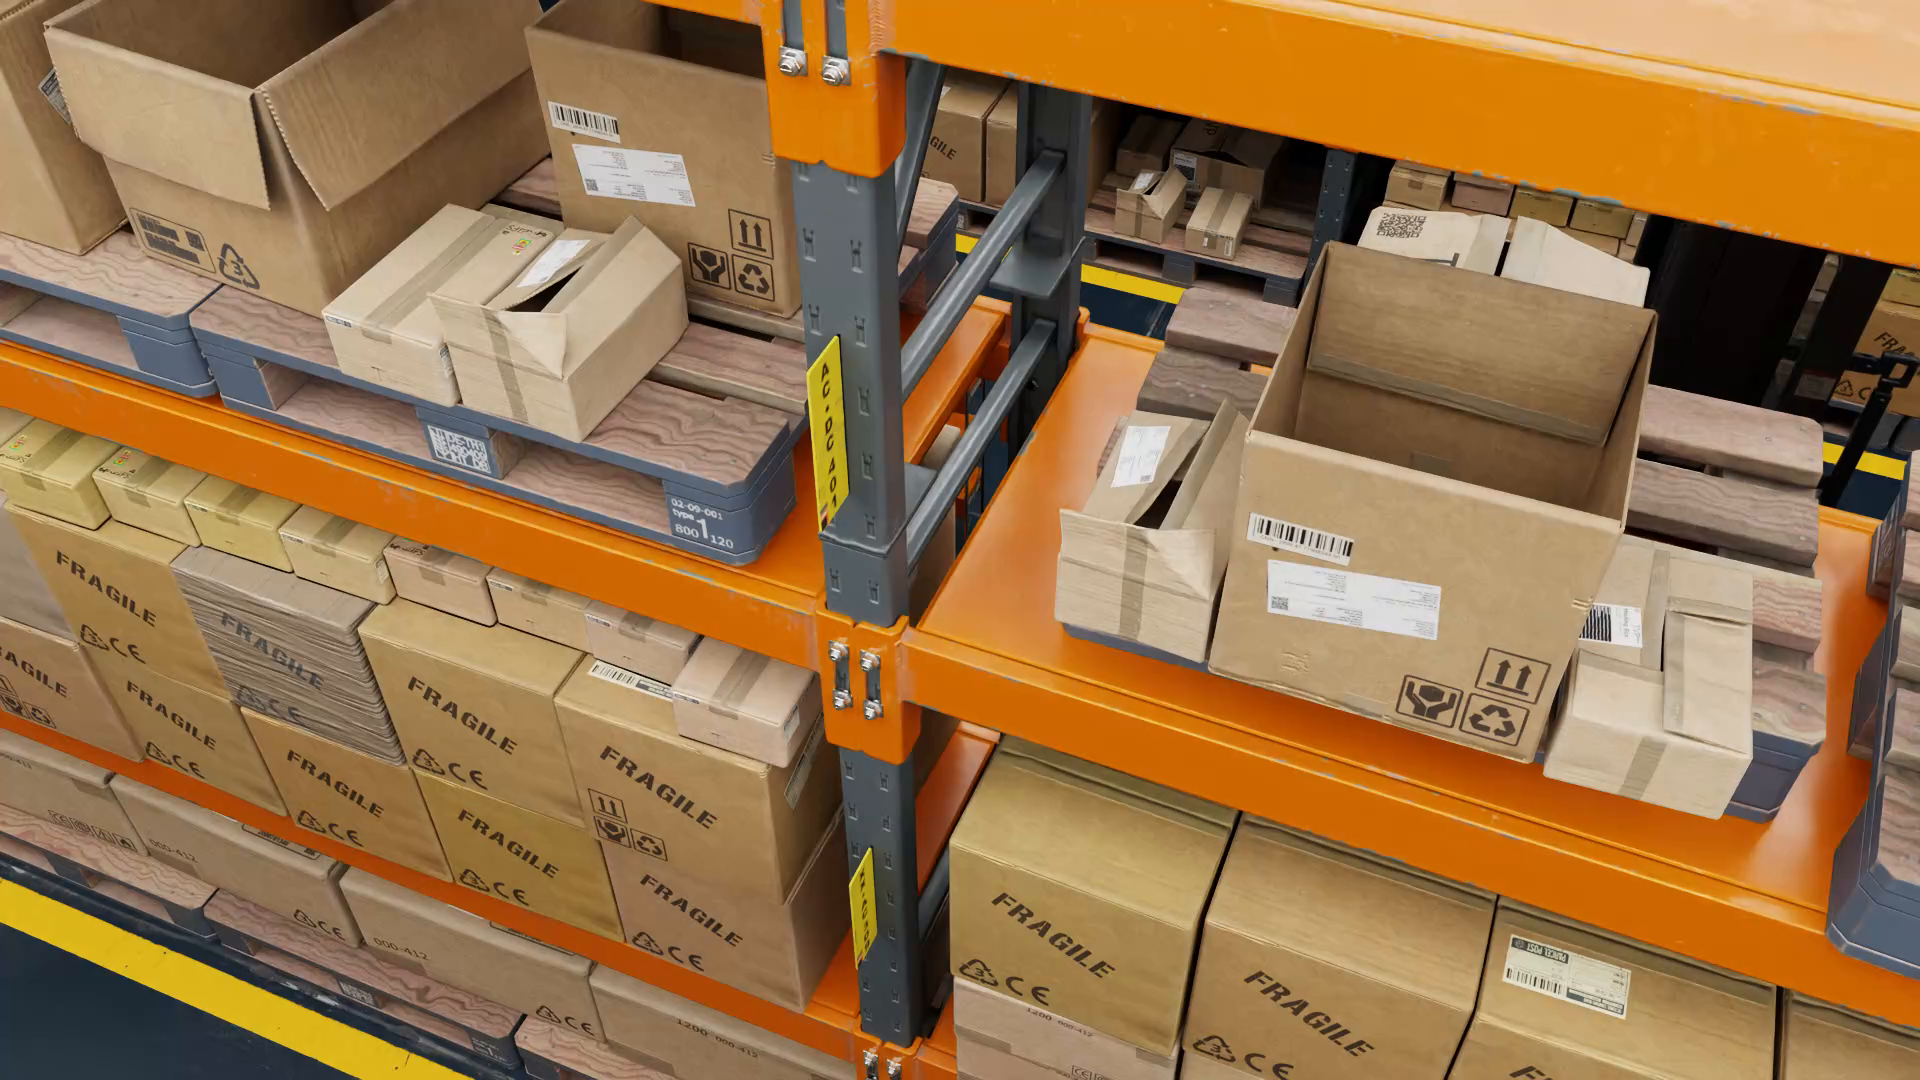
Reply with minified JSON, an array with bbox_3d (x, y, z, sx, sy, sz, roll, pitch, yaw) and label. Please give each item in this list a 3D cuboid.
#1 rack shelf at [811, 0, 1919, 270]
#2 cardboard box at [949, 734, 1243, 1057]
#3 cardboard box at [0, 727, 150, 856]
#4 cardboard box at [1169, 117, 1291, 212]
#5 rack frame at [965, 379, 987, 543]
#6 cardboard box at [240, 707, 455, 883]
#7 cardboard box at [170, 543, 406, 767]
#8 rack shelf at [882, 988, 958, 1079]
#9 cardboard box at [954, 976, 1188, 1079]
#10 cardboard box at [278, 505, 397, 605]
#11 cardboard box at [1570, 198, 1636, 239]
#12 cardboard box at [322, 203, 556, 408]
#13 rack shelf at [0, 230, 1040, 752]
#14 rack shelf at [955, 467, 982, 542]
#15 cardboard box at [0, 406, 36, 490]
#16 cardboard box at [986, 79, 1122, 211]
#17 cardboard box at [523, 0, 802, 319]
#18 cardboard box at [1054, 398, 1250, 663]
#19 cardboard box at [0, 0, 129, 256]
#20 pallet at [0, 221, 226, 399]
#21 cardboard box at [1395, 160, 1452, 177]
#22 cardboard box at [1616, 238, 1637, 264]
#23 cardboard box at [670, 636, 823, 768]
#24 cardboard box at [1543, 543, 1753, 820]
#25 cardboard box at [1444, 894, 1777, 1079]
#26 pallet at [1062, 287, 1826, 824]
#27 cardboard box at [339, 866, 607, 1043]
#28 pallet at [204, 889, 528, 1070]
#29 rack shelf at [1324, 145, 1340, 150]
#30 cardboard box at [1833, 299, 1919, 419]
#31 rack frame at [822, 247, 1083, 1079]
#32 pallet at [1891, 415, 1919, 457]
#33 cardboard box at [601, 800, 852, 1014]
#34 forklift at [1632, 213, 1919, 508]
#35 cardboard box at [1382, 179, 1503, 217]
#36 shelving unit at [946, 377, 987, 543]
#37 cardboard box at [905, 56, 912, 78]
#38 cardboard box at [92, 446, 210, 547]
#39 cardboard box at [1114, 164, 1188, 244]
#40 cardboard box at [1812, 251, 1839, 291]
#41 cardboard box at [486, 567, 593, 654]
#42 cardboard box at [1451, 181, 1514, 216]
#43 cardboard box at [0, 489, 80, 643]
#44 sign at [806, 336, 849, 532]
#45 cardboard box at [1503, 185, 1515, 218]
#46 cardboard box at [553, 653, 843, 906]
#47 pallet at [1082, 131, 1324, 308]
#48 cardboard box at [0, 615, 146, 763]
[{"bbox_3d":[1.855,-0.433,1.938,4.000,0.370,1.077,16,47,16],"label":"rack shelf"},{"bbox_3d":[0.304,0.671,3.509,0.500,0.500,0.500,17,47,16],"label":"cardboard box"},{"bbox_3d":[-3.035,0.541,5.937,0.875,0.438,0.875,15,47,15],"label":"cardboard box"},{"bbox_3d":[1.398,-2.007,8.588,0.500,0.311,0.500,18,48,17],"label":"cardboard box"},{"bbox_3d":[0.063,-0.354,6.700,0.008,1.050,0.200,16,47,16],"label":"rack frame"},{"bbox_3d":[-1.464,0.496,4.393,0.500,0.500,0.500,16,47,15],"label":"cardboard box"},{"bbox_3d":[-1.471,0.140,4.041,0.500,0.500,0.500,17,47,16],"label":"cardboard box"},{"bbox_3d":[1.855,1.552,3.913,4.000,0.370,1.077,16,47,16],"label":"rack shelf"},{"bbox_3d":[0.307,0.933,3.777,0.500,0.250,0.500,15,47,15],"label":"cardboard box"},{"bbox_3d":[-1.311,-0.060,3.783,0.250,0.149,0.380,16,47,16],"label":"cardboard box"},{"bbox_3d":[2.930,-1.548,7.532,0.250,0.149,0.380,16,47,15],"label":"cardboard box"},{"bbox_3d":[-0.948,-0.442,3.089,0.250,0.149,0.380,17,47,17],"label":"cardboard box"},{"bbox_3d":[-1.837,-0.598,3.946,4.000,0.370,1.077,16,47,16],"label":"rack shelf"},{"bbox_3d":[-0.049,-0.182,6.937,0.240,0.259,0.215,16,47,16],"label":"rack shelf"},{"bbox_3d":[-2.270,-0.314,4.038,0.250,0.149,0.380,17,47,16],"label":"cardboard box"},{"bbox_3d":[0.485,-2.060,8.507,0.500,0.500,0.700,15,47,14],"label":"cardboard box"},{"bbox_3d":[-0.453,-0.826,3.226,0.500,0.500,0.500,17,47,17],"label":"cardboard box"},{"bbox_3d":[0.336,-0.047,2.680,0.258,0.266,0.396,16,47,15],"label":"cardboard box"},{"bbox_3d":[-1.880,-0.970,3.371,0.500,0.500,0.500,17,47,17],"label":"cardboard box"},{"bbox_3d":[-1.864,-0.839,3.742,1.213,0.211,1.003,16,47,16],"label":"pallet"},{"bbox_3d":[2.169,-1.845,7.621,0.250,0.149,0.380,16,47,15],"label":"cardboard box"},{"bbox_3d":[3.231,-1.187,7.629,0.500,0.500,0.500,15,47,15],"label":"cardboard box"},{"bbox_3d":[-0.398,0.258,3.464,0.250,0.149,0.380,15,47,15],"label":"cardboard box"},{"bbox_3d":[1.042,0.196,2.507,0.250,0.166,0.380,13,46,13],"label":"cardboard box"},{"bbox_3d":[1.247,0.928,3.249,0.500,0.500,0.500,15,47,15],"label":"cardboard box"},{"bbox_3d":[0.874,-0.025,2.996,1.217,0.209,0.805,15,47,14],"label":"pallet"},{"bbox_3d":[-1.356,1.030,5.446,0.875,0.438,0.875,15,47,15],"label":"cardboard box"},{"bbox_3d":[-1.793,1.155,5.779,1.213,0.211,1.003,16,47,16],"label":"pallet"},{"bbox_3d":[0.071,-2.766,8.253,4.000,0.370,1.077,16,47,16],"label":"rack shelf"},{"bbox_3d":[4.193,-0.913,7.354,0.500,0.500,0.500,18,48,18],"label":"cardboard box"},{"bbox_3d":[0.009,0.754,4.205,0.127,3.000,1.000,16,47,16],"label":"rack frame"},{"bbox_3d":[4.934,-0.631,7.574,1.213,0.211,1.003,16,47,16],"label":"pallet"},{"bbox_3d":[-0.517,0.759,4.129,0.500,0.500,0.500,17,47,16],"label":"cardboard box"},{"bbox_3d":[2.887,-0.439,5.453,3.031,2.935,1.130,12,46,12],"label":"forklift"},{"bbox_3d":[2.276,-1.463,7.907,0.500,0.500,0.500,18,48,18],"label":"cardboard box"},{"bbox_3d":[-0.049,-0.387,6.733,0.252,1.050,0.215,16,47,16],"label":"shelving unit"},{"bbox_3d":[-0.473,-2.342,8.791,0.500,0.500,0.700,18,48,17],"label":"cardboard box"},{"bbox_3d":[-1.786,-0.188,3.911,0.250,0.149,0.380,16,47,16],"label":"cardboard box"},{"bbox_3d":[0.960,-1.715,8.327,0.258,0.266,0.396,18,48,17],"label":"cardboard box"},{"bbox_3d":[3.842,-1.232,7.216,0.250,0.149,0.380,14,47,14],"label":"cardboard box"},{"bbox_3d":[-0.826,0.041,3.681,0.250,0.149,0.380,16,47,16],"label":"cardboard box"},{"bbox_3d":[2.431,-1.676,7.661,0.250,0.149,0.380,15,47,15],"label":"cardboard box"},{"bbox_3d":[-2.392,-0.136,4.319,0.500,0.500,0.500,16,47,16],"label":"cardboard box"},{"bbox_3d":[-0.203,-0.159,2.573,0.005,0.325,0.100,16,47,16],"label":"sign"},{"bbox_3d":[2.938,-1.660,8.105,0.500,0.500,0.500,15,47,14],"label":"cardboard box"},{"bbox_3d":[-0.533,0.416,3.765,0.500,0.500,0.500,16,47,16],"label":"cardboard box"},{"bbox_3d":[1.283,-1.677,8.625,1.213,0.211,1.003,16,47,16],"label":"pallet"},{"bbox_3d":[-2.410,0.218,4.672,0.500,0.500,0.500,16,47,16],"label":"cardboard box"}]
